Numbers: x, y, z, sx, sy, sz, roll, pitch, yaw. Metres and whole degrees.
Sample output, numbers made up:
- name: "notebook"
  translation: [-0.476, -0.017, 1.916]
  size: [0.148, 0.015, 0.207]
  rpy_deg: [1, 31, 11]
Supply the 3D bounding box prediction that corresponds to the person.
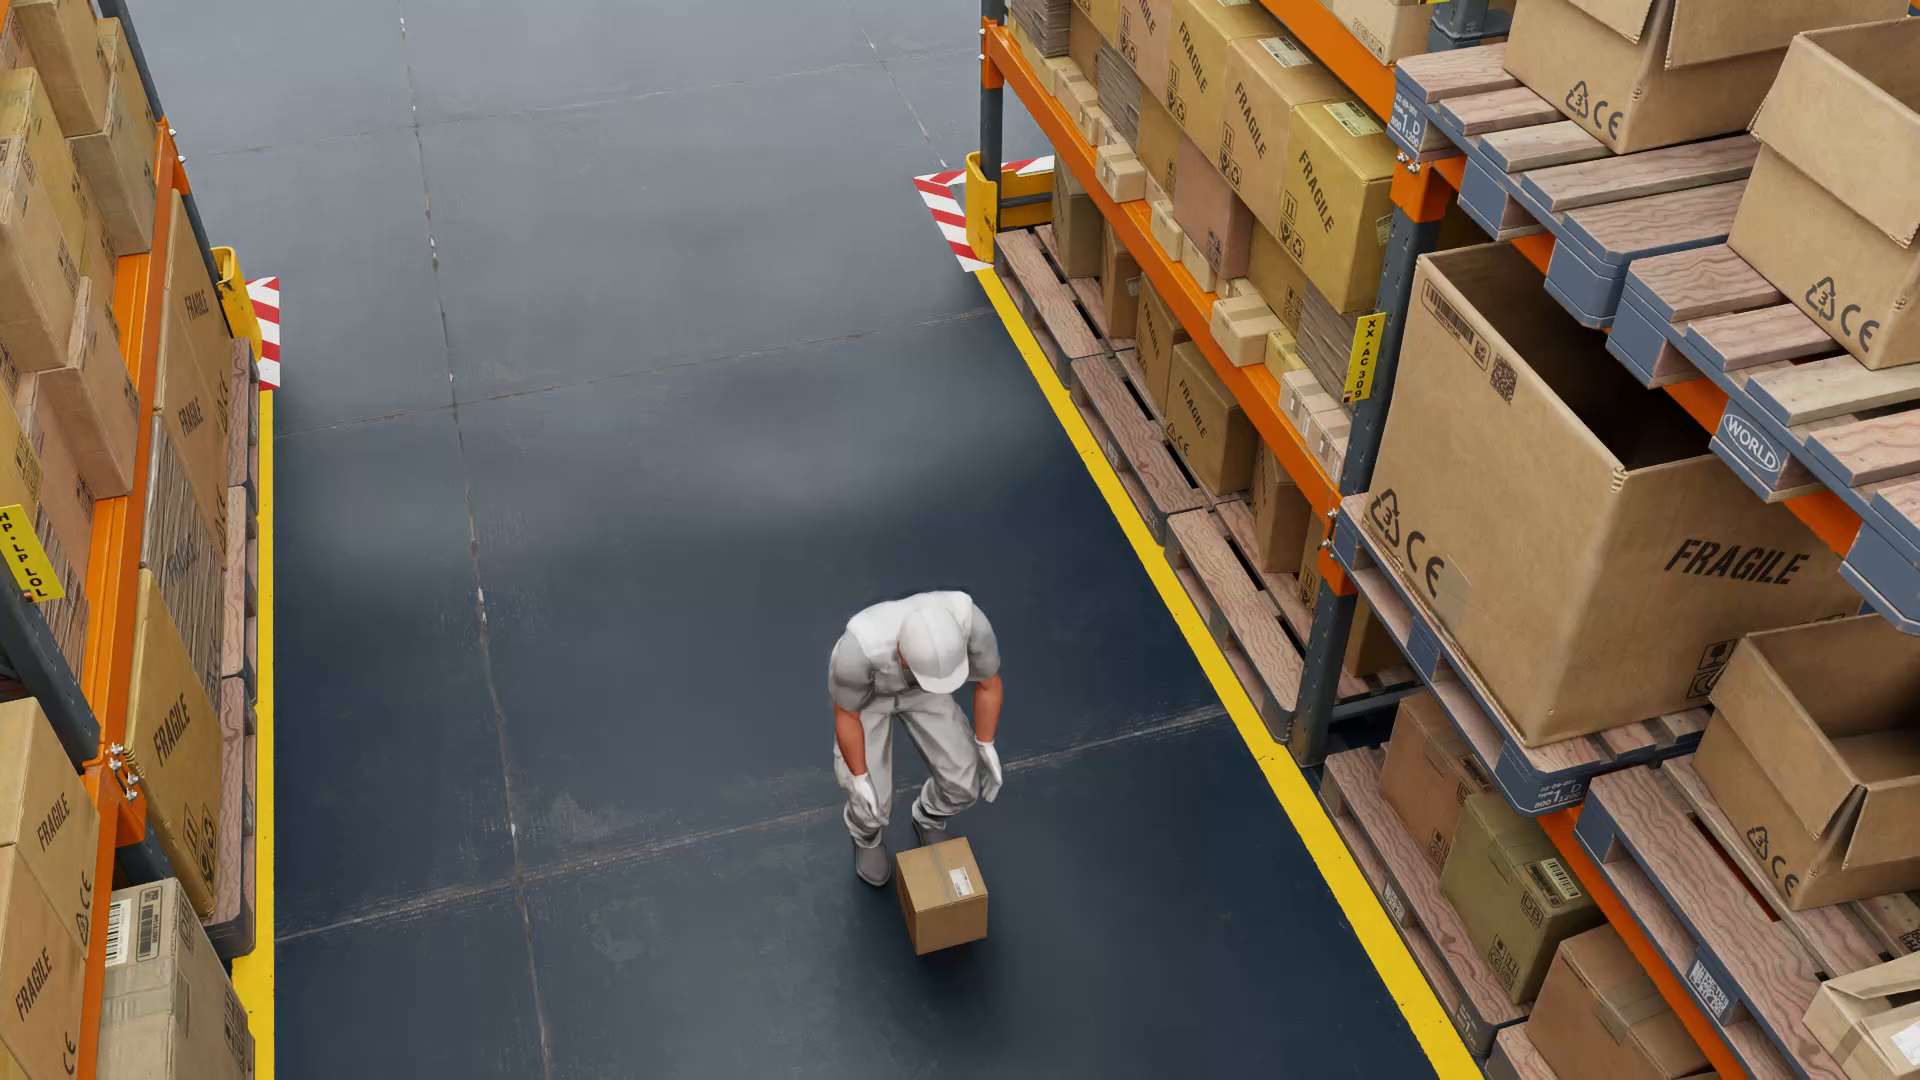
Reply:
- name: "person"
  translation: [-0.155, 0.628, 5.678]
  size: [0.582, 1.472, 0.730]
  rpy_deg: [-12, 43, -13]
